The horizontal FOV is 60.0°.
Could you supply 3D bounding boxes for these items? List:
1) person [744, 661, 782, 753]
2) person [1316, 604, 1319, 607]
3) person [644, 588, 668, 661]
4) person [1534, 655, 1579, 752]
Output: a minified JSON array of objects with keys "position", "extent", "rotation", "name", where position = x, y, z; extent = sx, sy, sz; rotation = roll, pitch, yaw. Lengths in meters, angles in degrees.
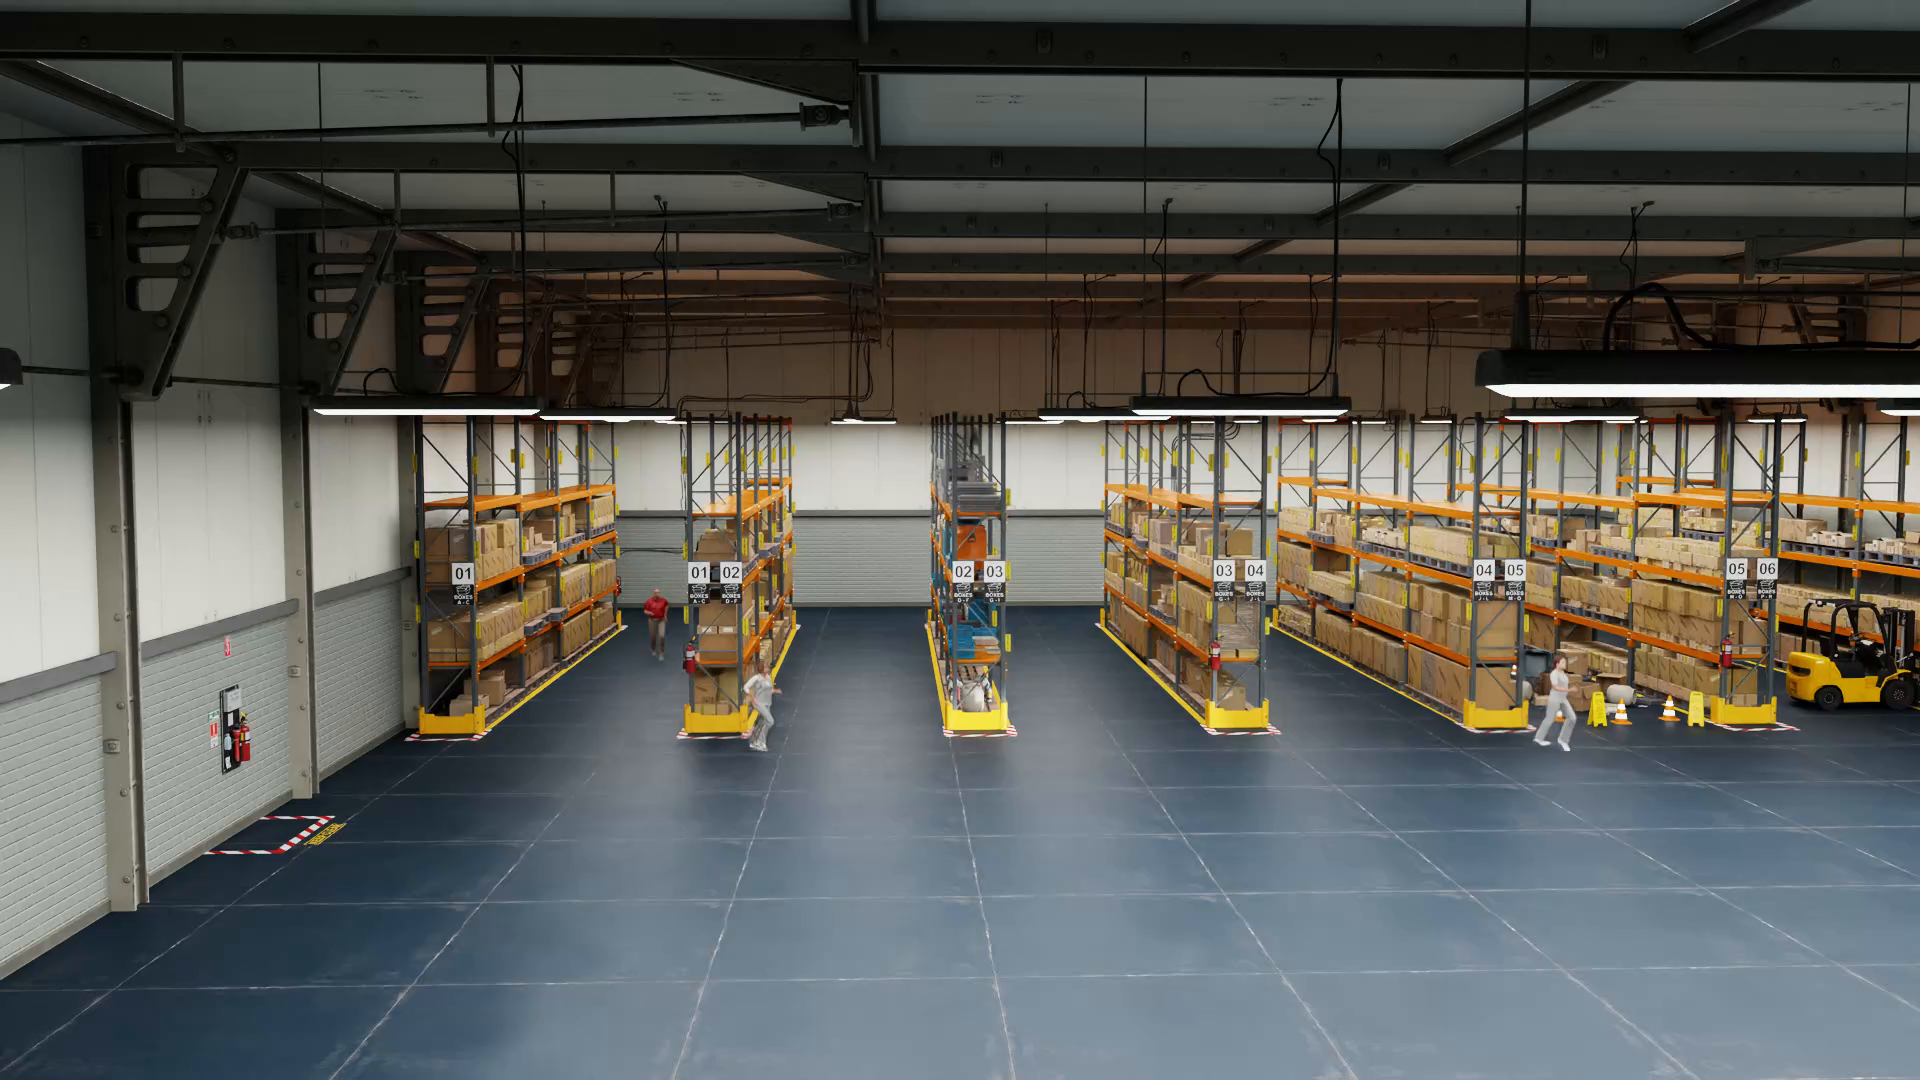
[{"position":[-3.464,2.934,29.292],"extent":[0.660,1.596,0.537],"rotation":[2,4,28],"name":"person"},{"position":[10.406,1.512,49.053],"extent":[0.647,1.730,0.702],"rotation":[-1,4,-18],"name":"person"},{"position":[-7.500,2.074,41.083],"extent":[0.611,1.774,0.893],"rotation":[-1,4,-14],"name":"person"},{"position":[10.577,2.887,29.441],"extent":[0.526,1.712,0.815],"rotation":[-3,5,-40],"name":"person"}]
